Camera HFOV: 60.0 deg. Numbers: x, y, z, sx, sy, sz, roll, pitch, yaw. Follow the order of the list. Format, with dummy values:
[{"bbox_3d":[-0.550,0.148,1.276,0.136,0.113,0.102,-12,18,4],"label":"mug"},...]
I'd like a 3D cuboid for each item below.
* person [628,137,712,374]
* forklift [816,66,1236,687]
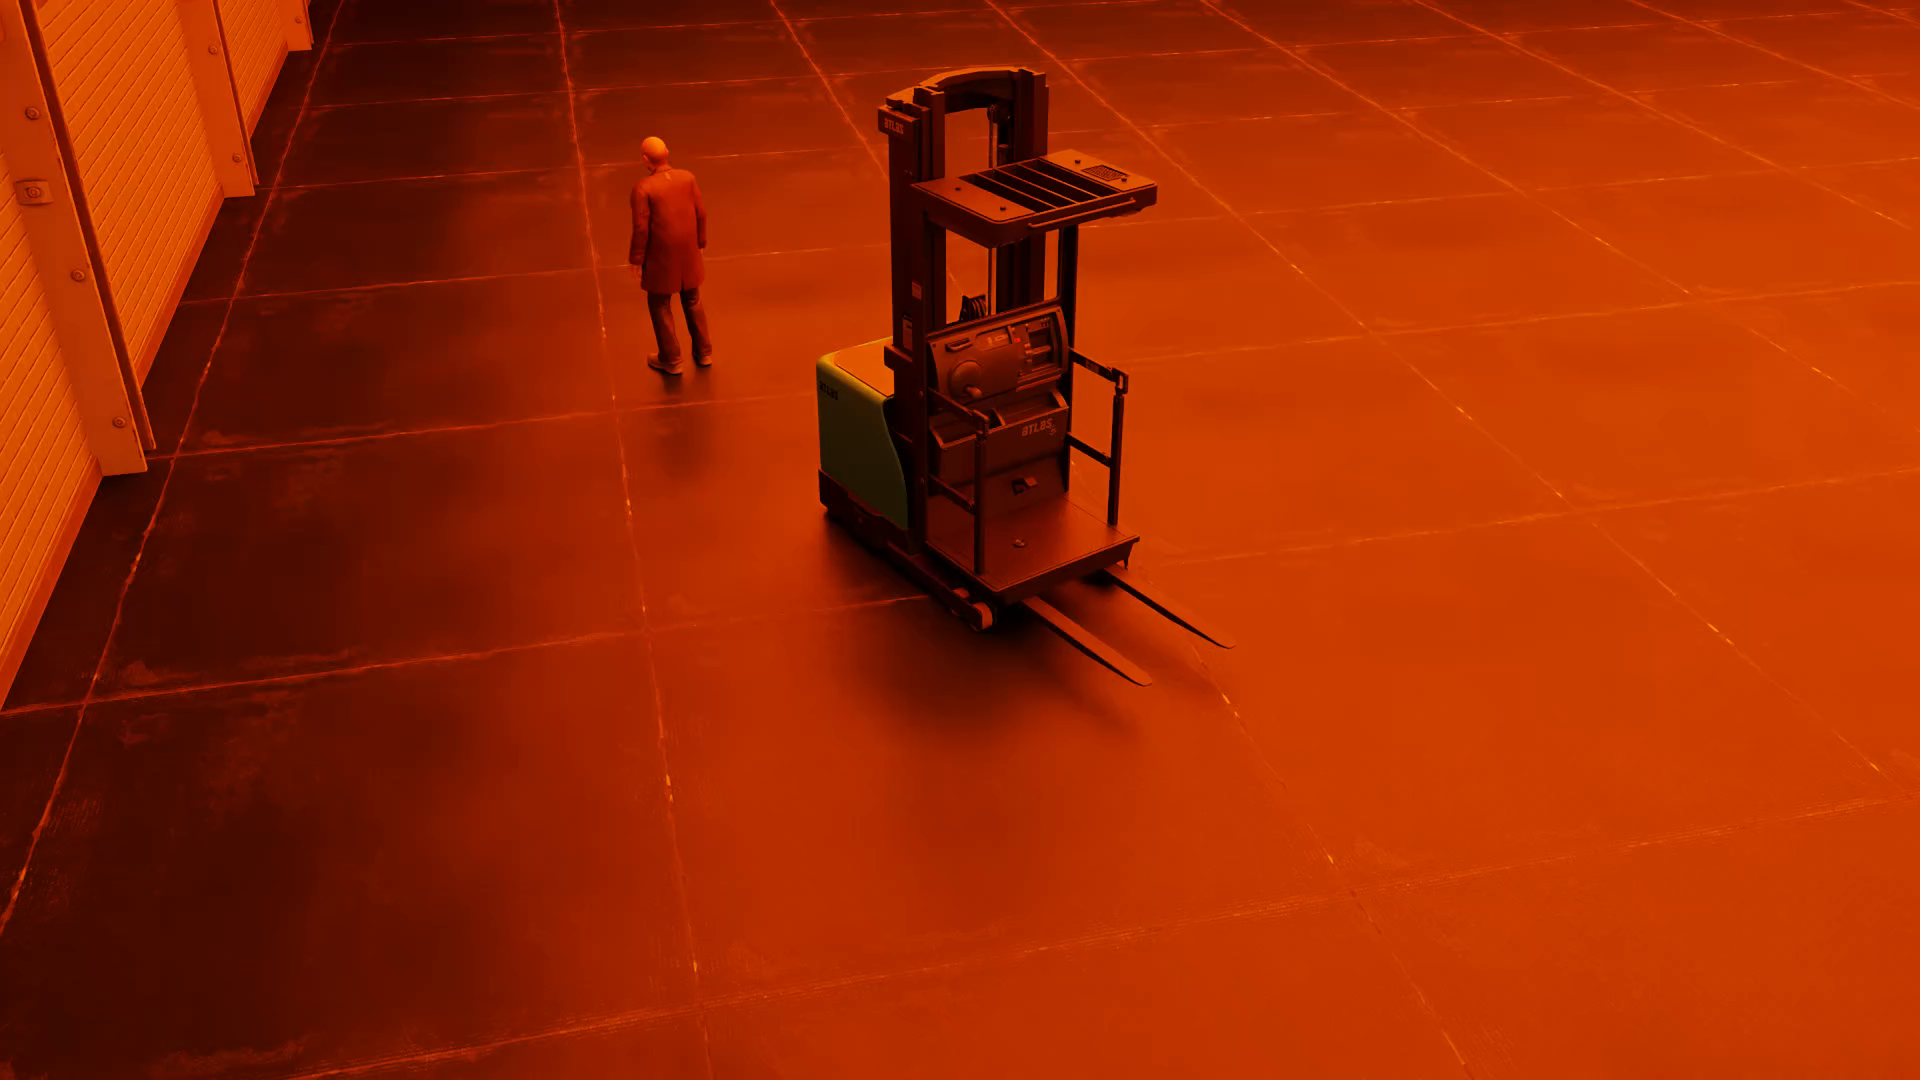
[{"bbox_3d":[-2.167,-2.118,12.387,0.656,1.774,0.425,-22,37,-33],"label":"person"},{"bbox_3d":[0.355,-1.021,9.338,1.130,2.935,3.031,-20,35,-30],"label":"forklift"}]
